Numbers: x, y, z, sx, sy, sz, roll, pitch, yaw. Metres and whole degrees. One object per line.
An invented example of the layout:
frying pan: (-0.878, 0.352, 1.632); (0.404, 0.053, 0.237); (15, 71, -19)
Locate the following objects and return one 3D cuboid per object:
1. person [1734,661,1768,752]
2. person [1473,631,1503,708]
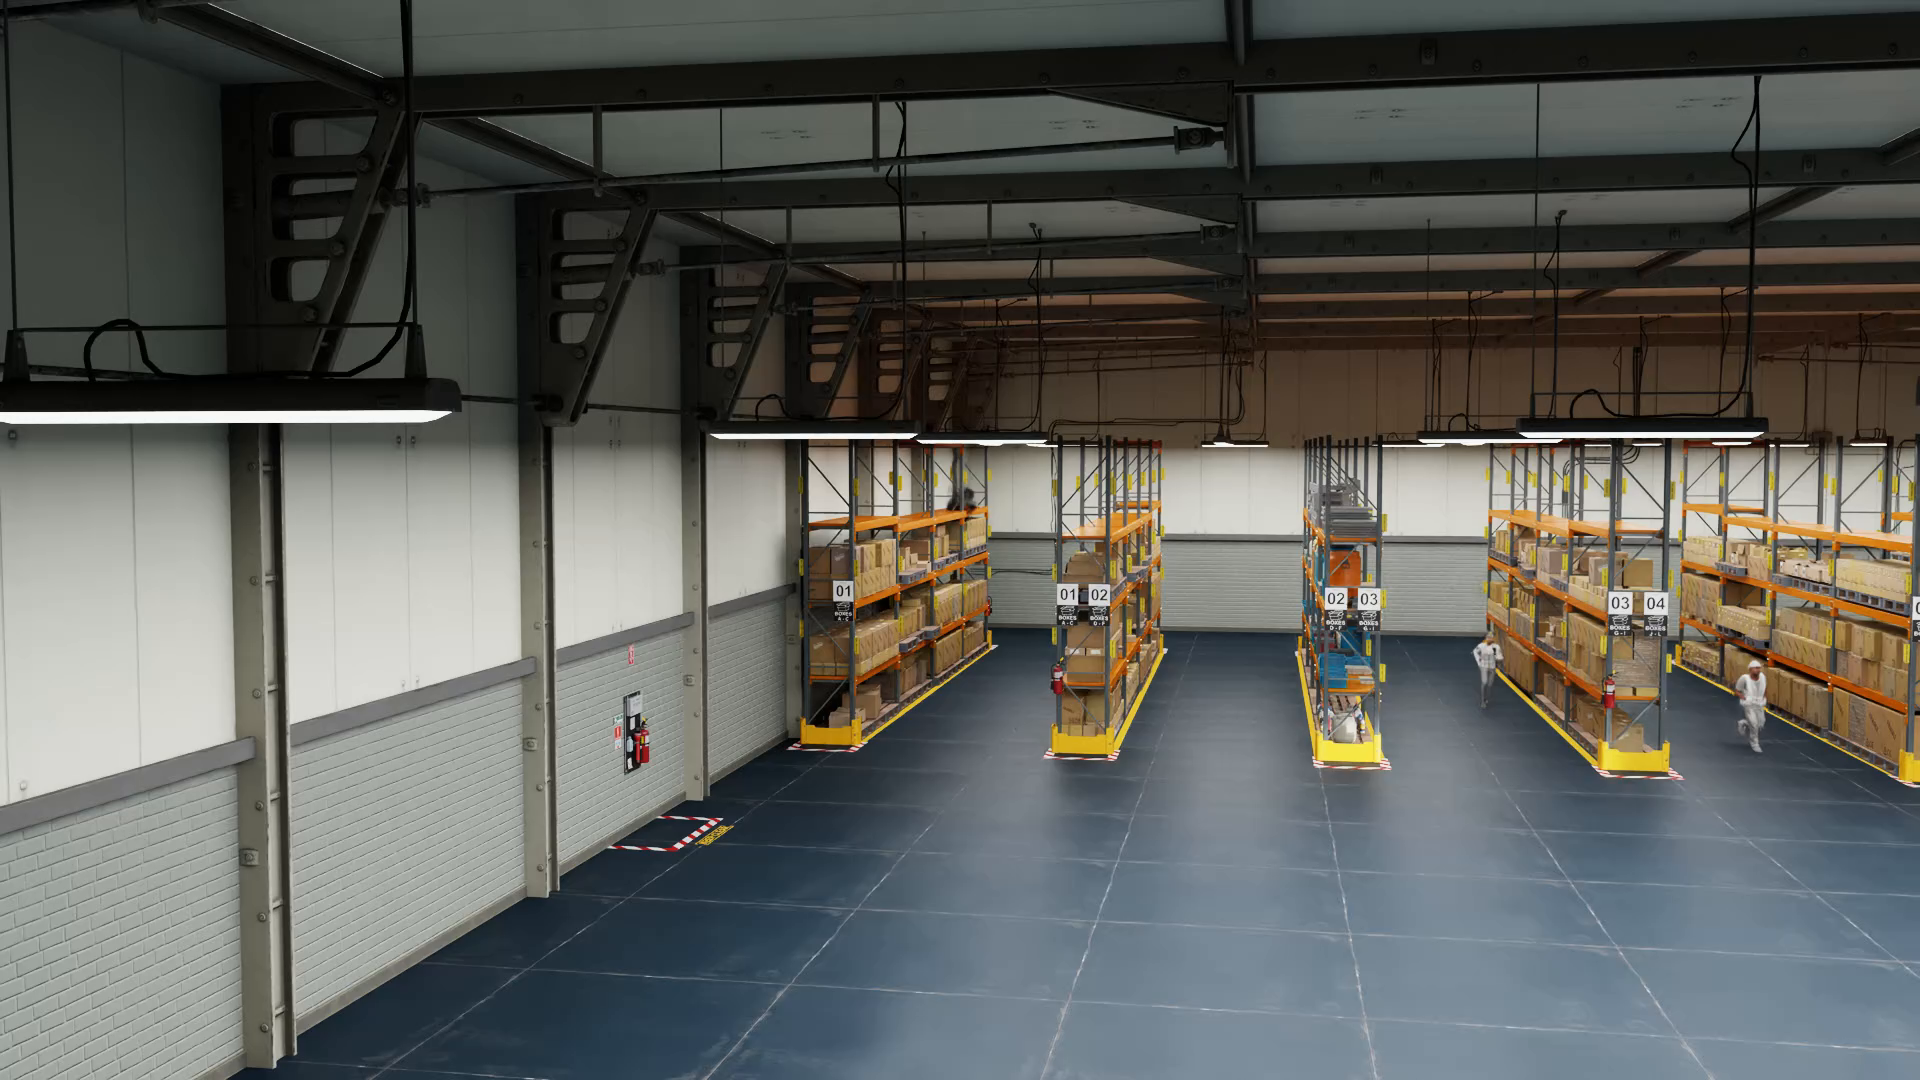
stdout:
person: (15.112, 3.156, 31.793); (0.718, 1.736, 0.724); (-1, 3, -11)
person: (11.786, 2.884, 37.099); (0.594, 1.722, 0.763); (0, 3, 6)
